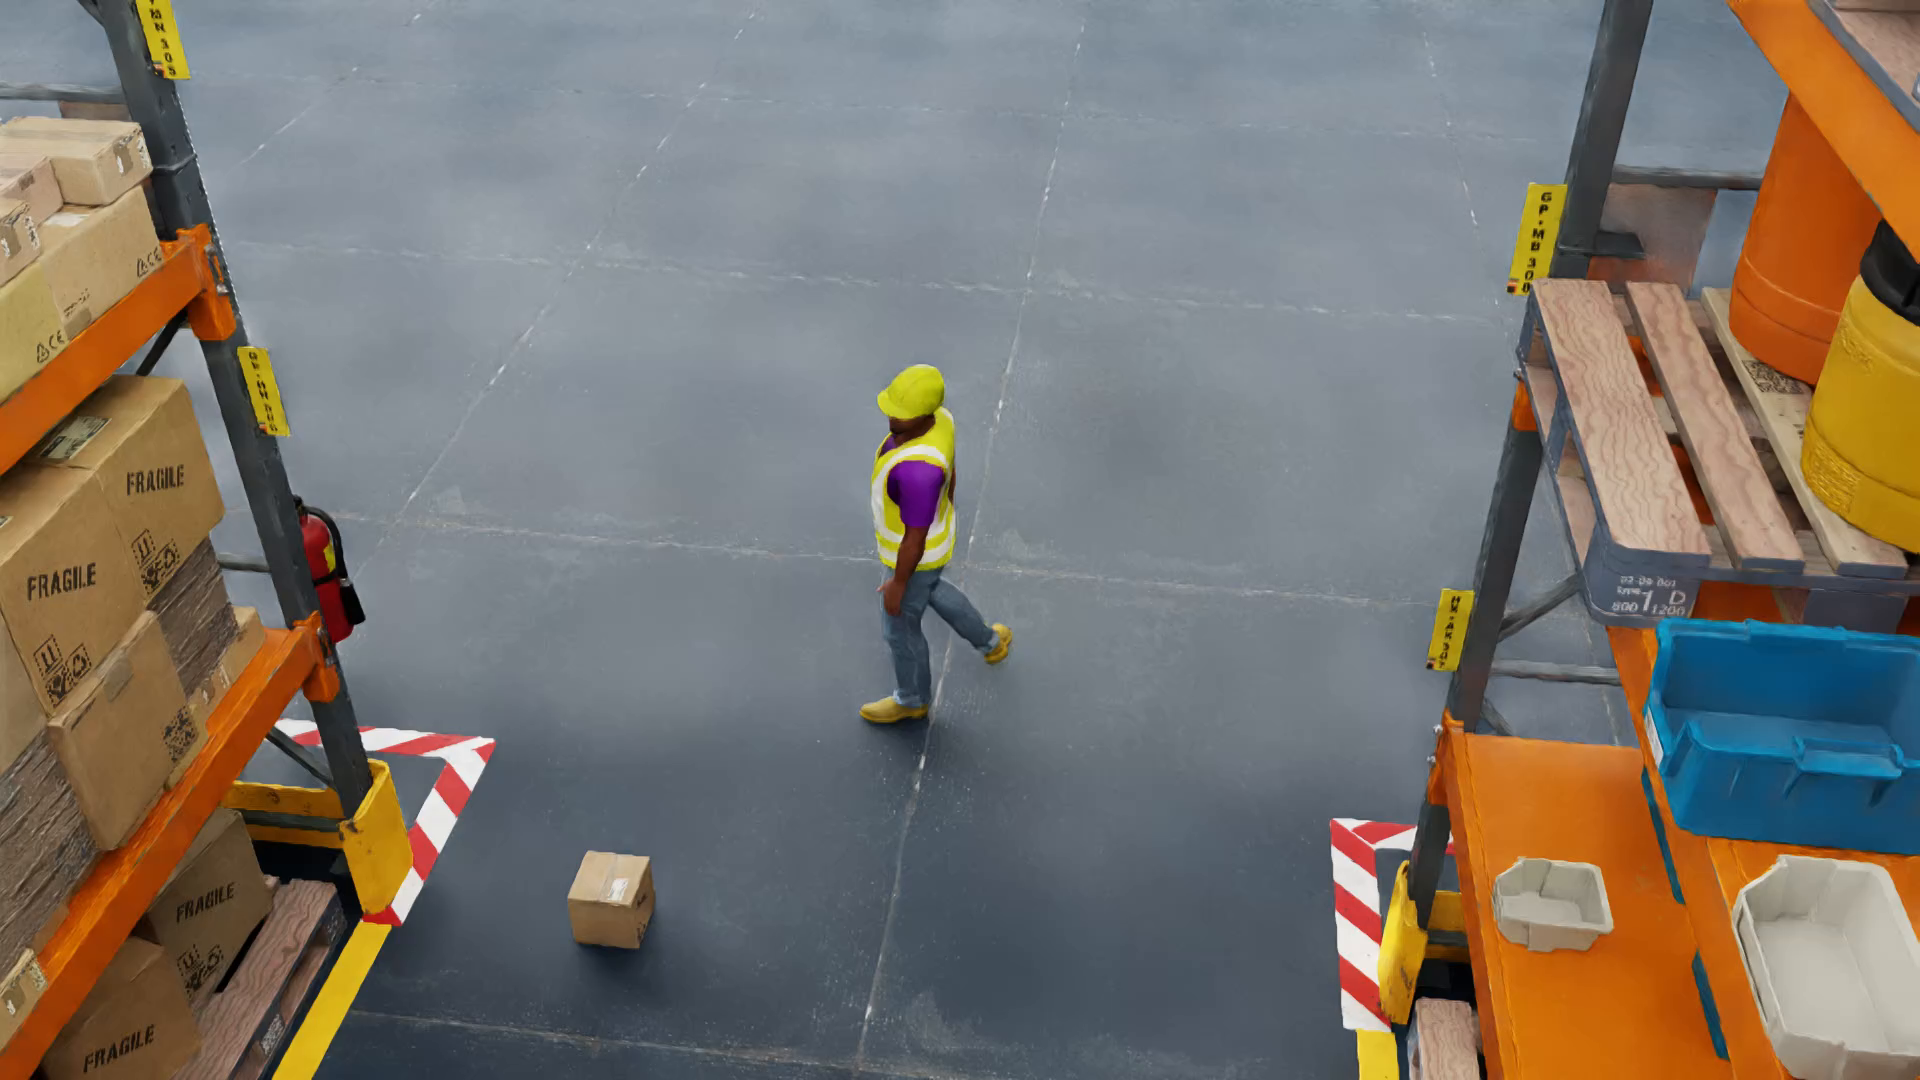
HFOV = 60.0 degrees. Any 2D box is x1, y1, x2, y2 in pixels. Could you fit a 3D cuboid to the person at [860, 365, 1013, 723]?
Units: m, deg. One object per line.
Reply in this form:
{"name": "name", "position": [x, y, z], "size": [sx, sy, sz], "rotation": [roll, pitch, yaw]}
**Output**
{"name": "person", "position": [-0.107, -0.012, 7.041], "size": [0.630, 1.765, 0.750], "rotation": [4, 36, 6]}
